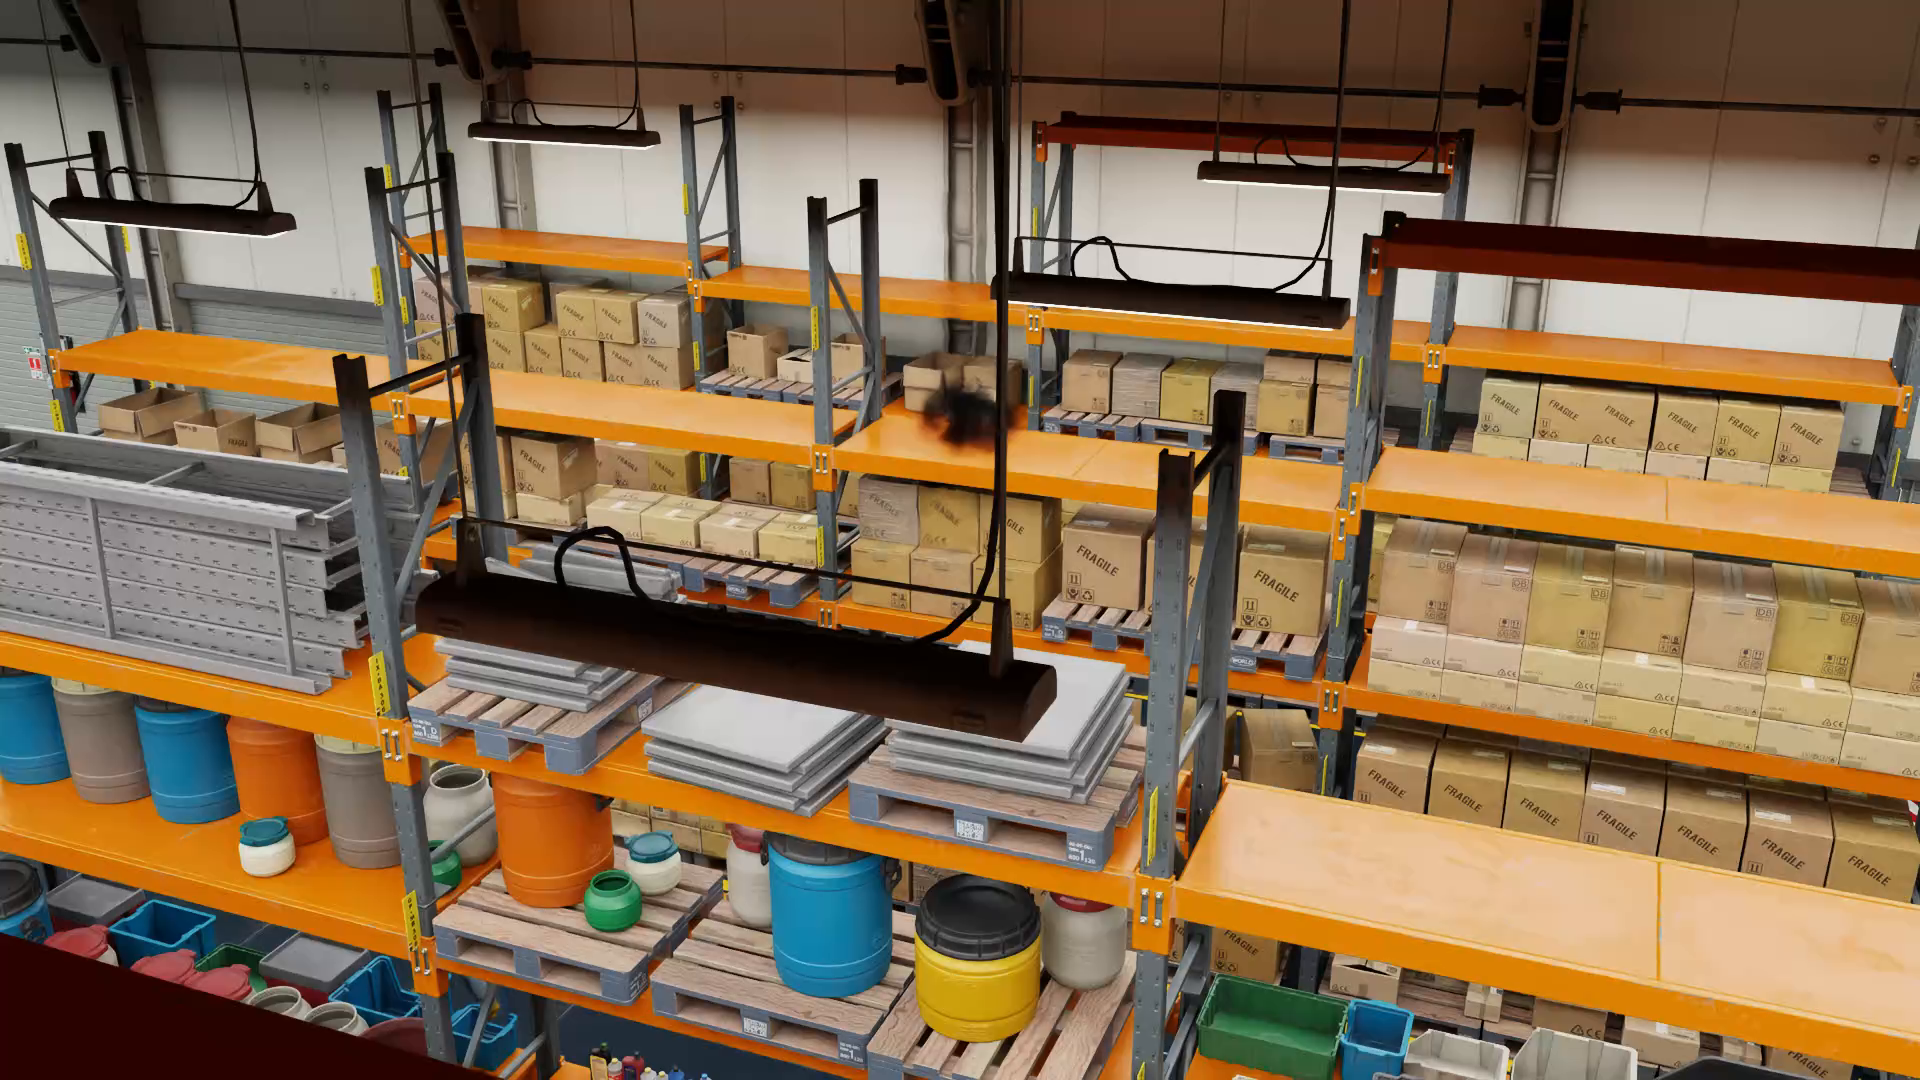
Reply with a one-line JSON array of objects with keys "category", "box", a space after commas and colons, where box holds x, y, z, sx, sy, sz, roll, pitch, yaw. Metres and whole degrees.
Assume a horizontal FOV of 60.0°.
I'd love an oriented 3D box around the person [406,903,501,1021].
[{"category": "person", "box": [-3.795, 2.726, 12.064, 0.941, 1.771, 0.725, 10, 23, 25]}]
